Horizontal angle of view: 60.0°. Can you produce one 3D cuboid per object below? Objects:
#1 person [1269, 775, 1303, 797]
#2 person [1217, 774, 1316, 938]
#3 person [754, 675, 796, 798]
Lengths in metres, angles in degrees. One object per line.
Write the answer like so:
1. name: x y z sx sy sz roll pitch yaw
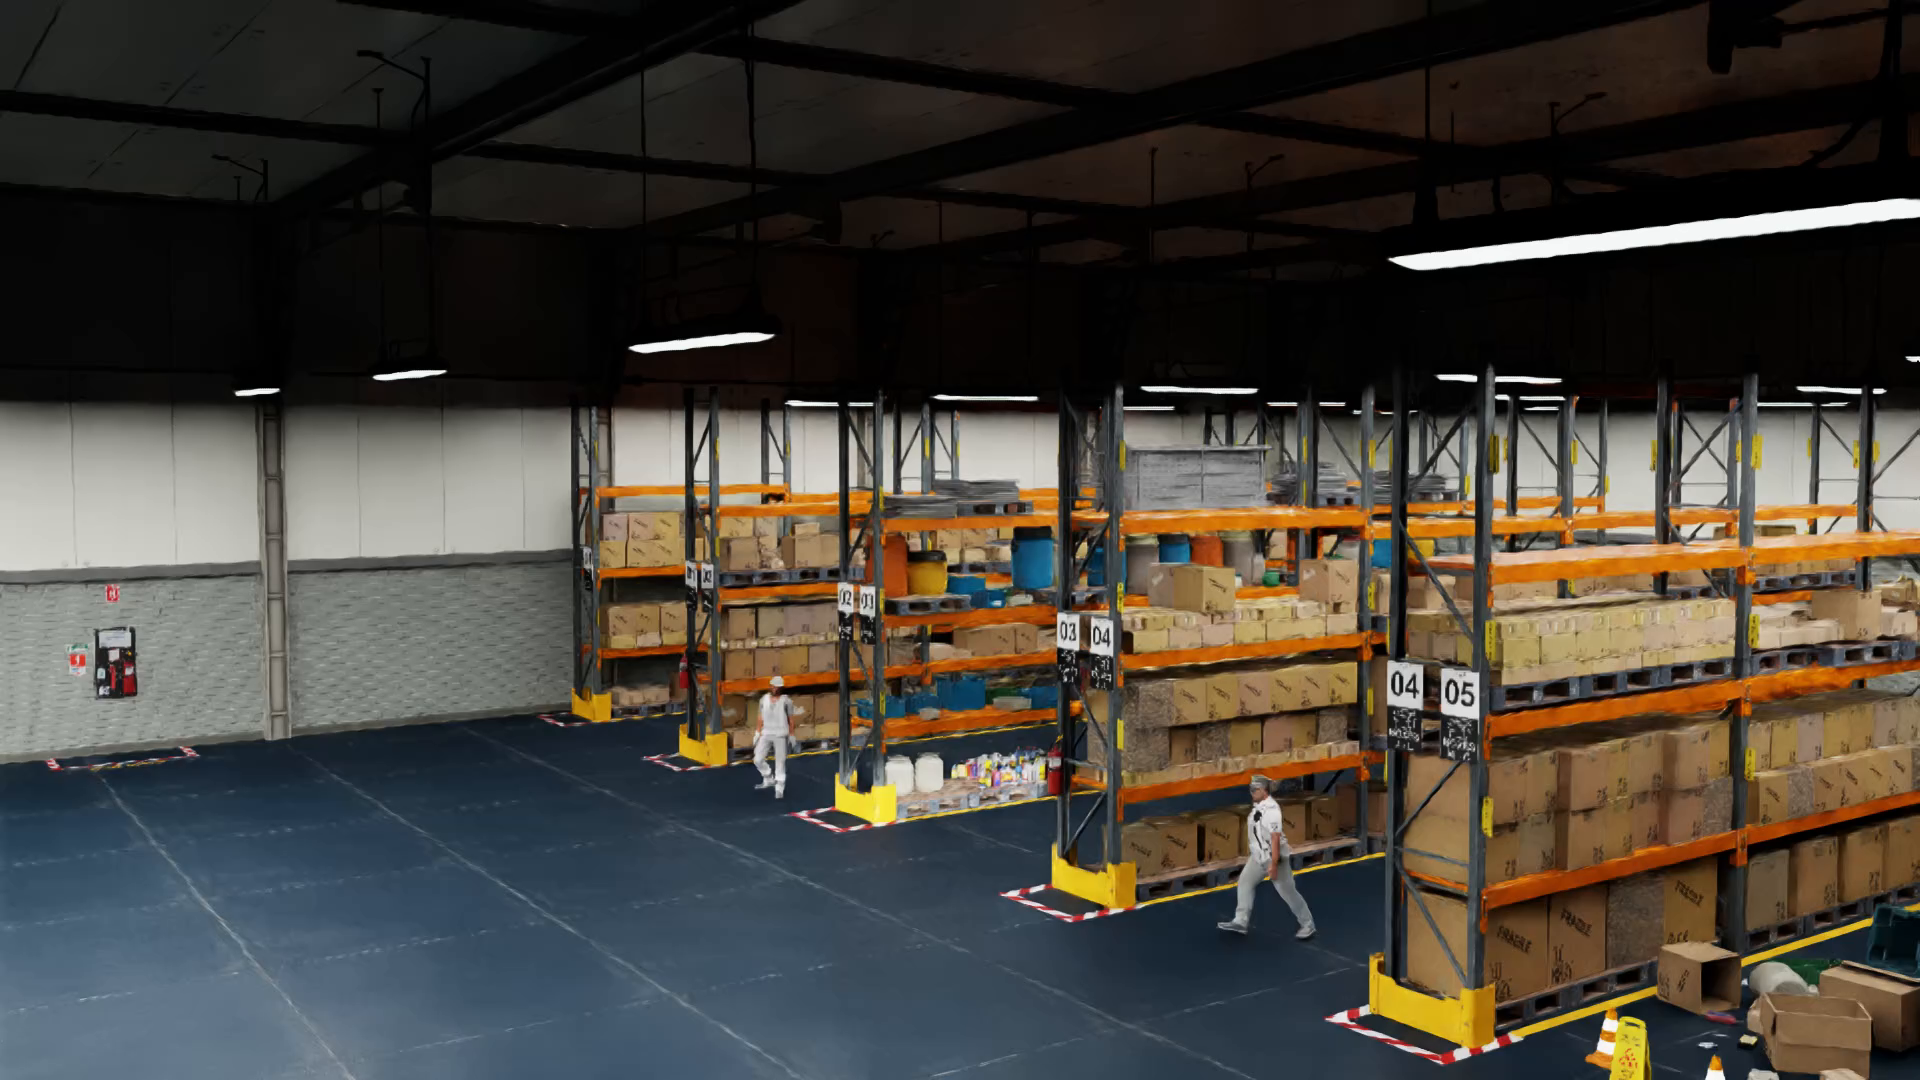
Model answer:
1. person: 4.636 2.865 24.151 1.115 1.641 0.547 -2 4 -36
2. person: 3.207 3.274 17.272 0.982 1.707 0.581 -1 4 -12
3. person: -2.694 2.823 23.996 0.661 1.781 0.472 1 4 15
